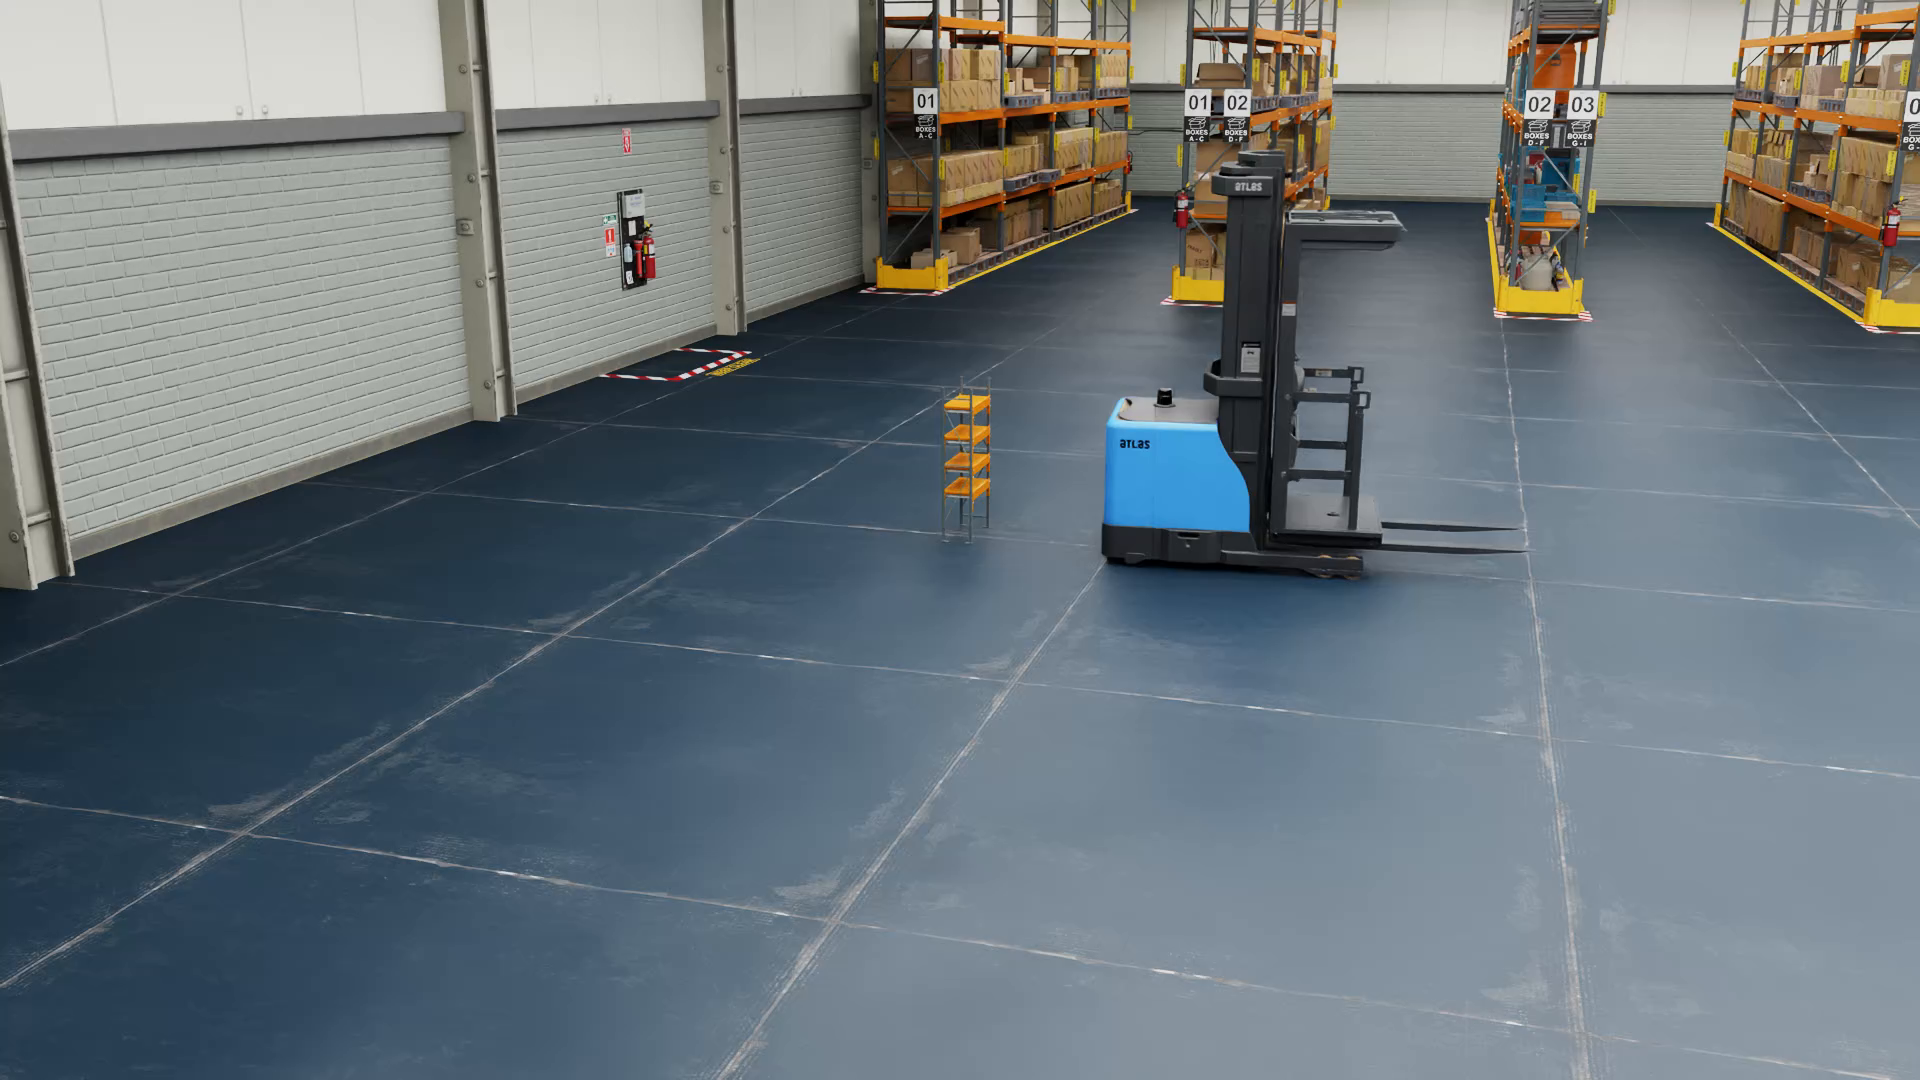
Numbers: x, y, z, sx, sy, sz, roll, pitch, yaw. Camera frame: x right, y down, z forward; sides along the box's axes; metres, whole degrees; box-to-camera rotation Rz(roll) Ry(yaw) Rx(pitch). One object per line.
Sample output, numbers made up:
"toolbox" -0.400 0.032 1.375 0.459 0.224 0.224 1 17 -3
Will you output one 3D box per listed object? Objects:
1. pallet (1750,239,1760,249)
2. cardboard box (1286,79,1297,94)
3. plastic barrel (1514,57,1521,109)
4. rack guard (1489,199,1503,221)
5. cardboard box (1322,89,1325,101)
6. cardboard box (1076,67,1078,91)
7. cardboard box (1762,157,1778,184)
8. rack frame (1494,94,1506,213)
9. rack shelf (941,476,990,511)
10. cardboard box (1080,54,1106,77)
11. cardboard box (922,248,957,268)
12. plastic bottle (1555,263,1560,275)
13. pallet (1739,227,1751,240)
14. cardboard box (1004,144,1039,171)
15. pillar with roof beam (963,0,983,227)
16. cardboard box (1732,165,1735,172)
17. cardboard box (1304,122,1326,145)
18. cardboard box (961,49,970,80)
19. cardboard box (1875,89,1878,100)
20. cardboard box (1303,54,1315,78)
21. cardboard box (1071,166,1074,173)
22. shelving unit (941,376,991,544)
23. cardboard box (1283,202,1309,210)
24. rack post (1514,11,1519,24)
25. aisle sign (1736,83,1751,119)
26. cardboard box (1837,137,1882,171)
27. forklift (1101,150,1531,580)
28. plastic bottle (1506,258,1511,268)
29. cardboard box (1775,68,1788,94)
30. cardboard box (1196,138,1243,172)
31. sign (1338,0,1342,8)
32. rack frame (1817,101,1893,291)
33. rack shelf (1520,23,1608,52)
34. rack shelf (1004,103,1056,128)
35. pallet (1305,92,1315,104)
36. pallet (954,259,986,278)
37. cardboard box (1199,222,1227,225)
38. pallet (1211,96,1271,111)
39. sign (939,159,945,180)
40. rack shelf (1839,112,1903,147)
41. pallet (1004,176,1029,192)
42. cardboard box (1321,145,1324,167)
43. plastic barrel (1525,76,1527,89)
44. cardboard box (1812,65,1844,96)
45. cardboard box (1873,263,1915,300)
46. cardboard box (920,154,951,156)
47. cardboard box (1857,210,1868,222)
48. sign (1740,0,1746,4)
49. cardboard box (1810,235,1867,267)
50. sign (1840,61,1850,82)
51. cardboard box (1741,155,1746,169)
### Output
"pallet" 16.693 -6.053 33.785 1.003 0.211 1.213 5 16 16
"cardboard box" 6.299 -8.933 33.147 0.910 0.500 0.500 5 16 16
"plastic barrel" 10.126 -8.070 29.369 0.600 0.901 0.708 5 16 16
"rack guard" 13.223 -7.838 39.547 1.175 0.500 0.348 5 16 16
"cardboard box" 8.008 -10.112 37.761 0.500 0.250 0.500 5 16 16
"cardboard box" 2.238 -10.236 36.934 0.700 0.500 0.500 4 16 13
"cardboard box" 16.185 -7.287 32.841 0.500 0.500 0.500 4 16 15
"rack frame" 13.228 -9.033 39.180 1.000 3.000 0.127 5 16 16
"rack shelf" 0.047 -0.365 12.891 0.258 0.148 0.480 5 16 16
"cardboard box" 3.065 -10.902 38.218 0.500 0.500 0.500 4 16 15
"cardboard box" -0.372 -4.857 28.577 0.500 0.311 0.500 6 17 20
"plastic bottle" 9.621 -4.312 26.730 0.097 0.271 0.097 0 16 0
"pallet" 17.132 -6.454 35.197 1.003 0.211 1.213 5 16 16
"cardboard box" 1.200 -7.696 33.477 0.700 0.500 0.500 3 16 11
"pillar with roof beam" 4.385 -9.988 31.551 9.100 9.000 0.400 5 16 16
"cardboard box" 17.270 -8.192 36.675 0.380 0.149 0.250 4 16 15
"cardboard box" 8.186 -9.407 38.483 0.500 0.500 0.500 5 17 18
"cardboard box" -0.149 -7.942 27.782 0.500 0.500 0.500 5 17 17
"cardboard box" 13.804 -6.597 24.639 0.380 0.149 0.250 5 17 17
"cardboard box" 7.445 -10.474 36.748 0.700 0.500 0.500 5 16 16
"cardboard box" 2.279 -8.136 36.440 0.380 0.149 0.250 5 17 18
"shelving unit" 0.047 -0.621 12.818 0.258 1.200 0.503 5 16 16
"cardboard box" 7.187 -6.970 35.680 0.500 0.500 0.500 5 17 17
"rack post" 11.822 -10.619 33.914 0.937 0.300 0.954 4 16 15
"aisle sign" 17.710 -9.942 37.620 0.394 0.787 0.004 5 16 16
"cardboard box" 14.195 -6.084 26.221 0.500 0.500 0.500 5 16 16
"forklift" 2.606 -1.283 11.983 3.031 2.935 1.130 3 16 10
"plastic bottle" 8.964 -4.443 27.044 0.144 0.351 0.185 5 17 18
"cardboard box" 16.685 -9.143 33.118 0.700 0.500 0.500 5 17 17
"cardboard box" 4.093 -6.040 26.065 0.700 0.500 0.500 5 16 16
"sign" 9.007 -12.782 39.400 0.100 0.325 0.005 5 16 16
"rack frame" 14.567 -5.510 26.757 1.000 3.000 0.127 5 16 16
"rack shelf" 9.250 -7.718 25.601 1.077 0.370 4.000 5 16 16
"rack shelf" 0.888 -8.282 32.354 1.077 0.370 4.000 5 16 16
"pallet" 6.799 -9.288 34.925 1.213 0.211 1.003 5 16 16
"pallet" -0.182 -4.822 29.442 1.003 0.211 1.213 5 16 16
"cardboard box" 4.354 -5.160 28.420 0.500 0.500 0.500 5 16 16
"pallet" 4.504 -7.136 27.156 1.003 0.211 1.213 5 16 16
"sign" -0.297 -5.990 26.864 0.100 0.325 0.005 5 16 16
"rack shelf" 13.999 -6.083 24.601 1.077 0.370 4.000 5 16 16
"pallet" 0.676 -6.758 31.511 1.003 0.211 1.213 5 16 16
"cardboard box" 8.180 -8.930 38.634 0.500 0.500 0.500 4 16 15
"plastic barrel" 9.508 -7.495 27.286 0.421 0.512 0.421 0 16 0
"cardboard box" 15.040 -7.920 28.660 0.500 0.500 0.500 4 16 14
"cardboard box" 13.761 -3.784 24.484 0.500 0.500 0.500 10 18 30
"cardboard box" -0.449 -6.452 28.943 0.500 0.500 0.500 5 17 17
"cardboard box" 13.639 -4.833 24.834 0.380 0.149 0.250 5 16 16
"sign" 17.447 -12.106 37.016 0.100 0.325 0.005 5 16 16
"cardboard box" 15.074 -4.947 28.550 0.700 0.500 0.500 3 16 11
"sign" 14.034 -7.433 26.372 0.100 0.325 0.005 5 16 16
"cardboard box" 17.004 -8.079 35.544 0.500 0.250 0.500 5 17 17
